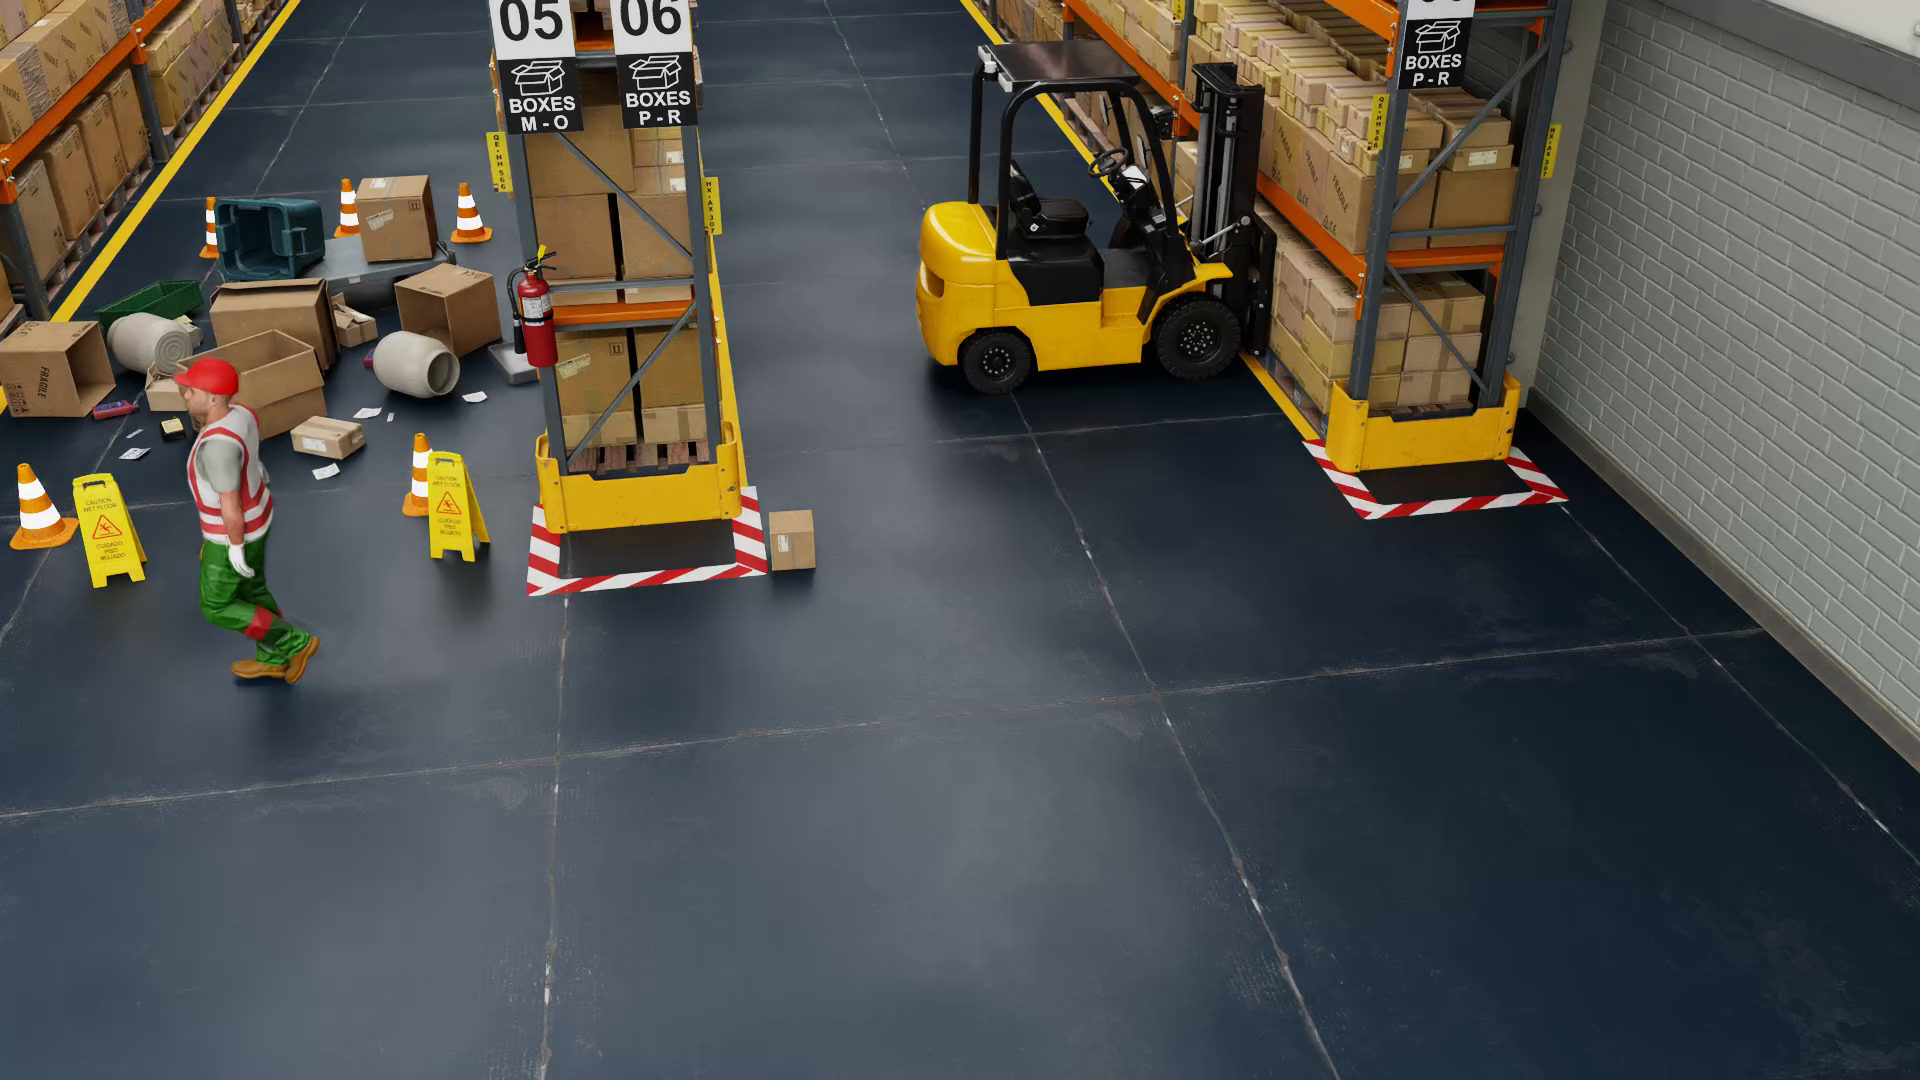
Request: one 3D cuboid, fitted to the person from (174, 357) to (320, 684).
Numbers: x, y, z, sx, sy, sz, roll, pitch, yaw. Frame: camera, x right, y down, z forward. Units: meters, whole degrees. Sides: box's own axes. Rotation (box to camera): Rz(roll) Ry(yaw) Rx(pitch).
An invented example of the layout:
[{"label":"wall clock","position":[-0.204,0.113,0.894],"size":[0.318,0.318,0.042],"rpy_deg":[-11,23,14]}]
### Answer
[{"label":"person","position":[-3.518,-0.062,8.171],"size":[0.514,1.782,0.540],"rpy_deg":[-4,31,-6]}]
